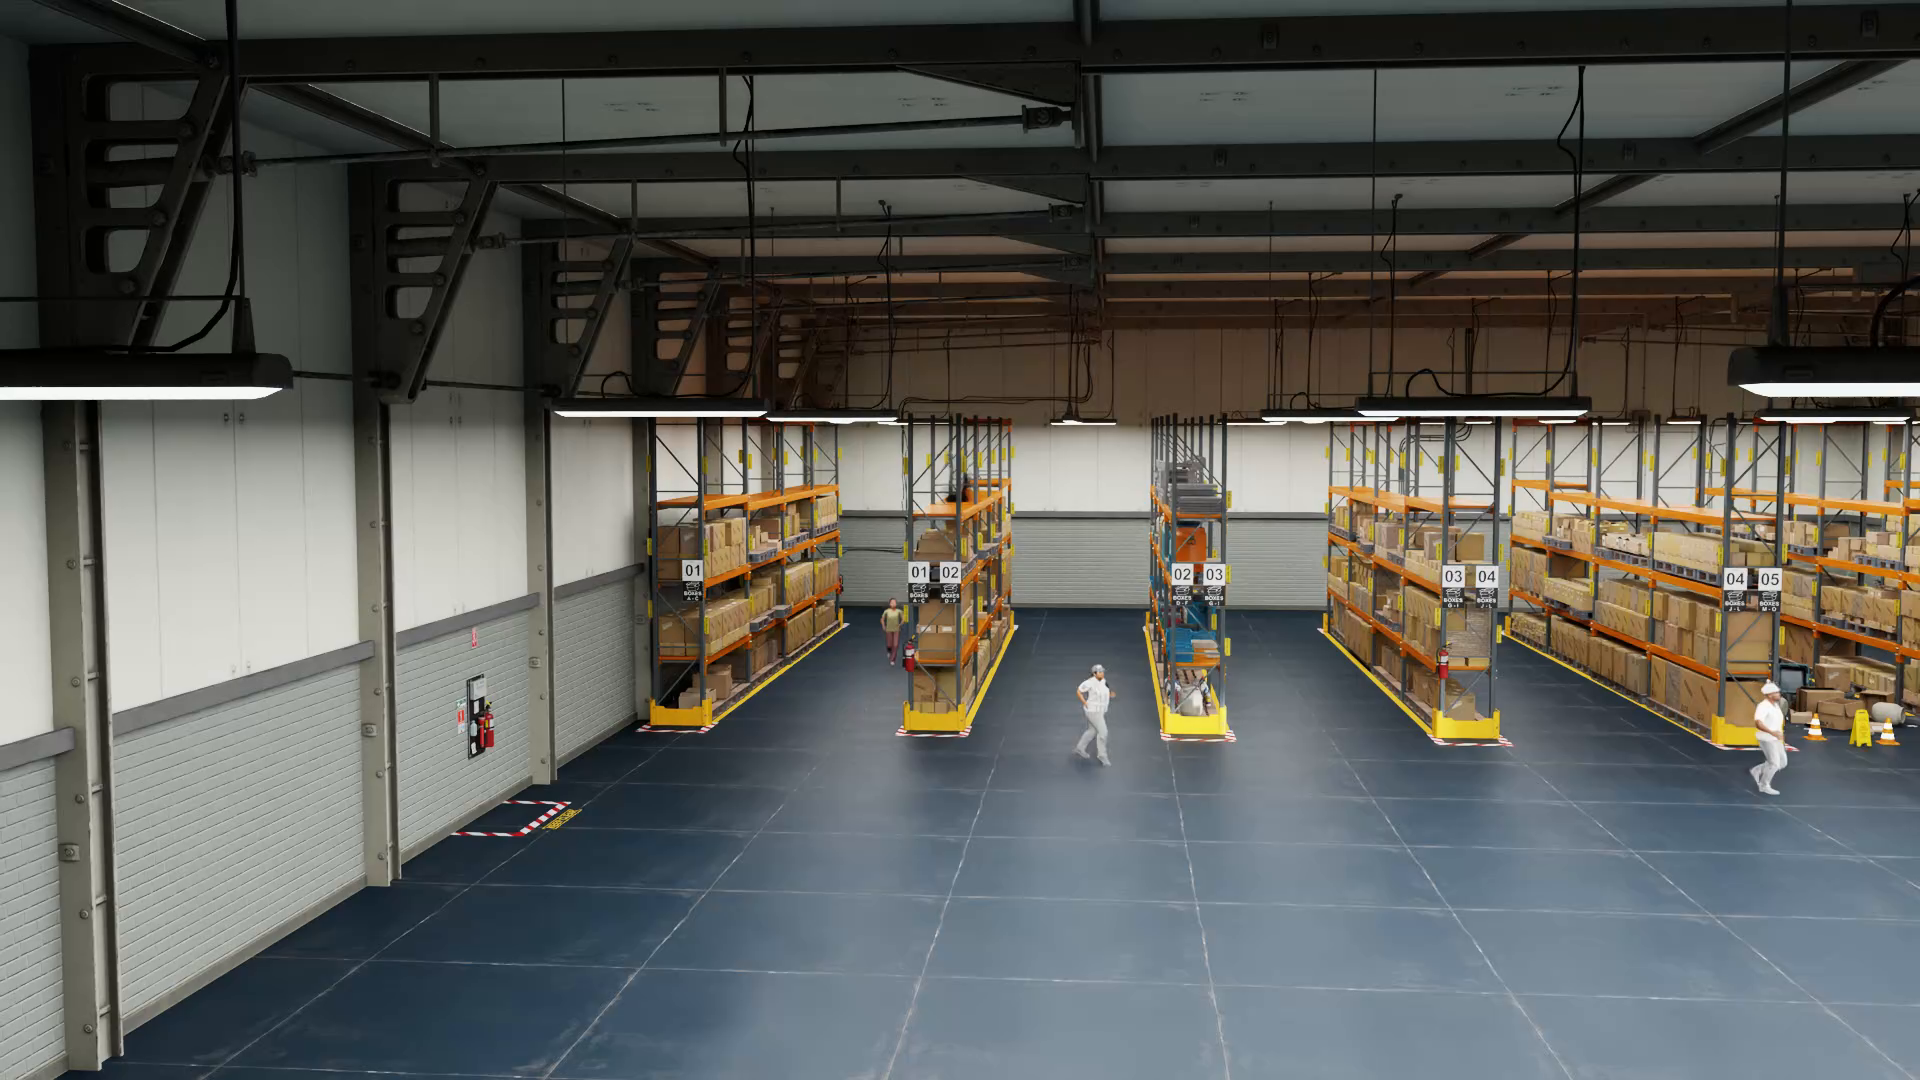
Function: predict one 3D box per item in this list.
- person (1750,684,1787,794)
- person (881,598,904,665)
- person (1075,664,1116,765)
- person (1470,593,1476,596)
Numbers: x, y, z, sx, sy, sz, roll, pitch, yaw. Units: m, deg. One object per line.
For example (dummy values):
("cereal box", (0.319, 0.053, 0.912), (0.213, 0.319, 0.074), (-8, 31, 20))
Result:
("person", (12.644, 3.106, 26.021), (0.575, 1.727, 0.706), (4, 5, 44))
("person", (-1.616, 2.212, 40.172), (0.580, 1.621, 0.558), (0, 4, -5))
("person", (2.317, 2.990, 28.542), (0.775, 1.721, 0.577), (3, 5, 33))
("person", (13.902, 1.856, 45.649), (0.687, 1.592, 0.680), (1, 4, 20))
